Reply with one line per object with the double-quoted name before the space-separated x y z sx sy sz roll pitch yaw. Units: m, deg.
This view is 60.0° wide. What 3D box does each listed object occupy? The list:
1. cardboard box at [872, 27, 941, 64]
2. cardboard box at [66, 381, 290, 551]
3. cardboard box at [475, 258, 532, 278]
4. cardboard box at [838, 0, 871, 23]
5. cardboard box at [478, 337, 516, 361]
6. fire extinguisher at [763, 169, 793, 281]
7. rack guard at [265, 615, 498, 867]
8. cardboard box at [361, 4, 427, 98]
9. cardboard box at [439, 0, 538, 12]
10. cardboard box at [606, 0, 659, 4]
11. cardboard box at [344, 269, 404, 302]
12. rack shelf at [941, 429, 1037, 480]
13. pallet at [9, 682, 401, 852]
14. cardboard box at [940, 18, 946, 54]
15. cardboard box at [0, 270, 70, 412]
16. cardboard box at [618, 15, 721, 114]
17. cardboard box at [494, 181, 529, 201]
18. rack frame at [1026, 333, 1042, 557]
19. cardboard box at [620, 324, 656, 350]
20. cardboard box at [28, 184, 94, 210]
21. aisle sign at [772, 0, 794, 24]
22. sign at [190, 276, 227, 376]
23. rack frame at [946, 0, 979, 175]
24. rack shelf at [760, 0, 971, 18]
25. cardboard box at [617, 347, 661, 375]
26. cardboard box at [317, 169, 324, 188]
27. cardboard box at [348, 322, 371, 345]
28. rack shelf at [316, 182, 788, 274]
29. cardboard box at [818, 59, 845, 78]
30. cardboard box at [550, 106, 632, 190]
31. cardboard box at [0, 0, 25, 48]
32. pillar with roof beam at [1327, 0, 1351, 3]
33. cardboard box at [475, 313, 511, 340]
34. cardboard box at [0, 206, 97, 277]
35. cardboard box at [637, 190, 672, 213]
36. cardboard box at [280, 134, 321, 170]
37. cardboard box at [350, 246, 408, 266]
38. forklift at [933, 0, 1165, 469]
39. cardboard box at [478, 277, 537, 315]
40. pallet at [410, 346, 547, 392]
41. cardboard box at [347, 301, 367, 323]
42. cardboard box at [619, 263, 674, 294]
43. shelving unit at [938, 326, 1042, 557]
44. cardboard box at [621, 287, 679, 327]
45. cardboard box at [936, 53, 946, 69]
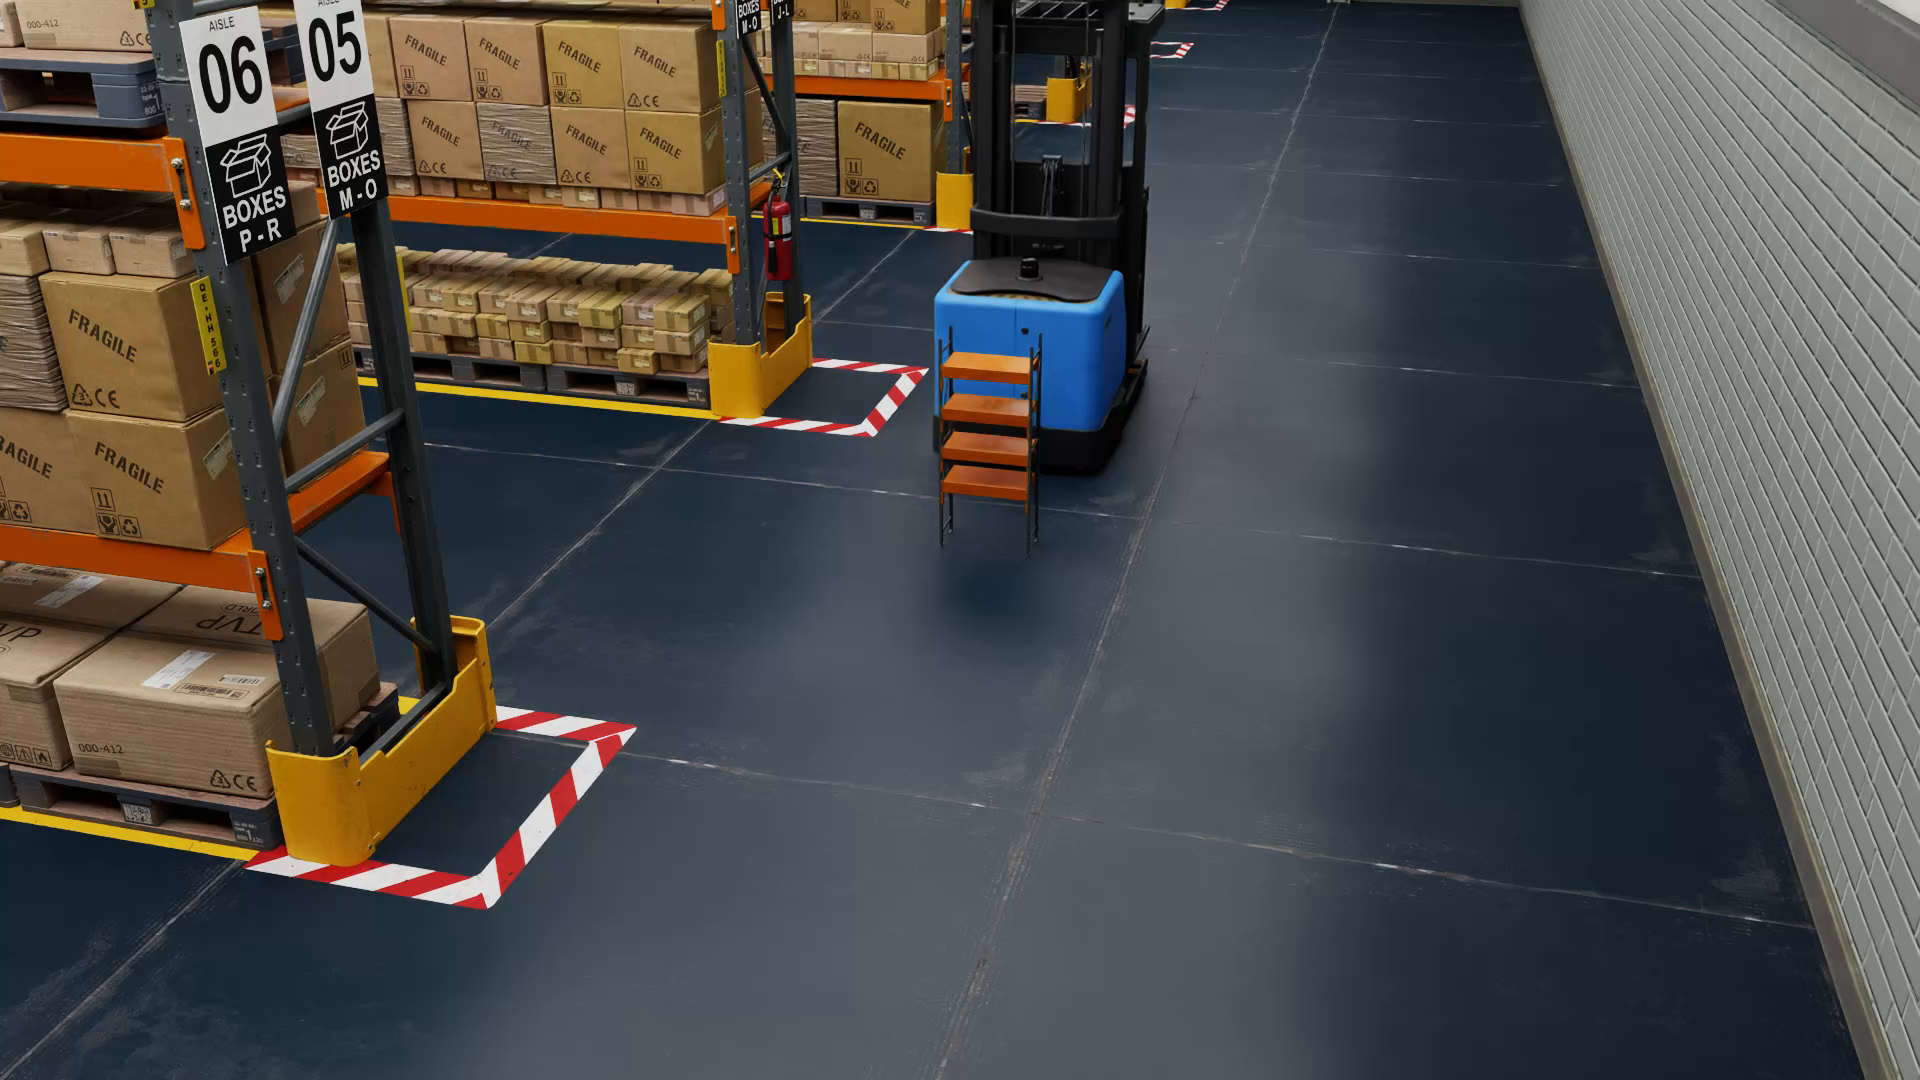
"cardboard box" -0.477 -4.458 14.953 0.500 0.250 0.500 6 26 12
"cardboard box" -2.943 -0.311 6.297 0.500 0.500 0.500 6 26 13
"cardboard box" -3.245 -1.884 11.854 0.250 0.149 0.380 6 26 13
"cardboard box" -0.824 -5.073 15.371 0.500 0.500 0.500 6 26 12
"cardboard box" -3.110 -1.377 11.481 0.250 0.149 0.380 7 26 14
"fire extinguisher" -1.146 -1.974 10.430 0.183 0.674 0.296 6 26 13
"rack guard" -2.387 0.807 6.974 0.348 0.500 1.175 6 26 13
"cardboard box" -3.787 -3.189 10.834 0.500 0.500 0.500 7 26 14
"cardboard box" -3.127 -3.355 11.182 0.500 0.500 0.500 5 26 11
"cardboard box" -2.941 -5.070 15.365 0.500 0.500 0.500 6 26 13
"cardboard box" -4.100 -1.793 11.662 0.250 0.149 0.380 6 26 12
"rack shelf" 0.160 -0.463 8.984 0.480 0.148 0.258 6 26 13
"pallet" -3.204 0.882 7.153 1.213 0.211 1.003 6 26 13
"cardboard box" -0.340 -4.680 15.420 0.500 0.250 0.500 6 26 12
"cardboard box" -3.450 -0.817 6.198 0.500 0.500 0.500 6 26 13
"cardboard box" -1.780 -2.972 10.378 0.500 0.500 0.500 6 26 12
"cardboard box" -2.887 -2.374 11.040 0.250 0.149 0.380 5 26 11
"rack frame" 0.397 -0.498 8.900 0.015 1.200 0.240 6 26 13
"cardboard box" -2.097 -1.421 11.227 0.250 0.149 0.380 6 26 12
"cardboard box" -3.439 -1.362 6.587 0.250 0.149 0.380 5 26 11
"aisle sign" -1.130 -3.687 10.480 0.004 0.787 0.394 6 26 13
"sign" -2.559 -0.730 5.671 0.005 0.325 0.100 6 26 13
"rack frame" 0.058 -4.450 15.108 0.127 3.000 1.000 6 26 13
"rack shelf" -0.645 -6.401 20.043 4.000 0.370 1.077 6 26 13
"cardboard box" -2.111 -1.253 11.221 0.250 0.149 0.380 7 26 15
"cardboard box" -4.155 -2.509 11.323 0.250 0.149 0.380 5 26 11
"cardboard box" -4.107 -1.514 11.769 0.250 0.149 0.380 6 26 12
"rack shelf" -3.212 -2.285 11.398 4.000 0.370 1.077 6 26 13
"cardboard box" -1.107 -4.319 15.125 0.250 0.149 0.380 7 26 14
"cardboard box" -2.272 -2.574 10.704 0.500 0.500 0.500 6 26 12
"cardboard box" -3.294 -1.822 5.786 0.250 0.149 0.380 4 26 9
"pillar with roof beam" 5.517 -11.624 23.197 0.400 9.000 9.100 6 26 13
"cardboard box" -3.109 -1.511 11.415 0.250 0.149 0.380 8 27 16
"cardboard box" -3.330 -1.079 5.992 0.250 0.149 0.380 6 26 13
"cardboard box" -1.893 -2.242 10.762 0.250 0.149 0.380 6 26 13
"cardboard box" -4.251 -2.796 11.170 0.500 0.500 0.500 6 26 13
"cardboard box" -4.240 -2.031 12.162 0.250 0.149 0.380 6 26 13
"forklift" 0.683 -2.363 10.803 1.130 2.935 3.031 6 26 12
"cardboard box" -3.099 -1.678 11.421 0.250 0.149 0.380 5 26 11
"pallet" -3.305 -1.378 11.899 1.213 0.211 1.003 6 26 13
"cardboard box" -4.105 -1.658 11.725 0.250 0.149 0.380 5 26 10
"cardboard box" -2.207 -1.824 11.728 0.250 0.149 0.380 6 26 13
"shelving unit" 0.160 -0.524 8.955 0.503 1.200 0.258 6 26 13
"cardboard box" -2.080 -1.569 11.192 0.250 0.149 0.380 7 26 14
"cardboard box" -0.204 -4.512 15.530 0.250 0.149 0.380 7 26 14
